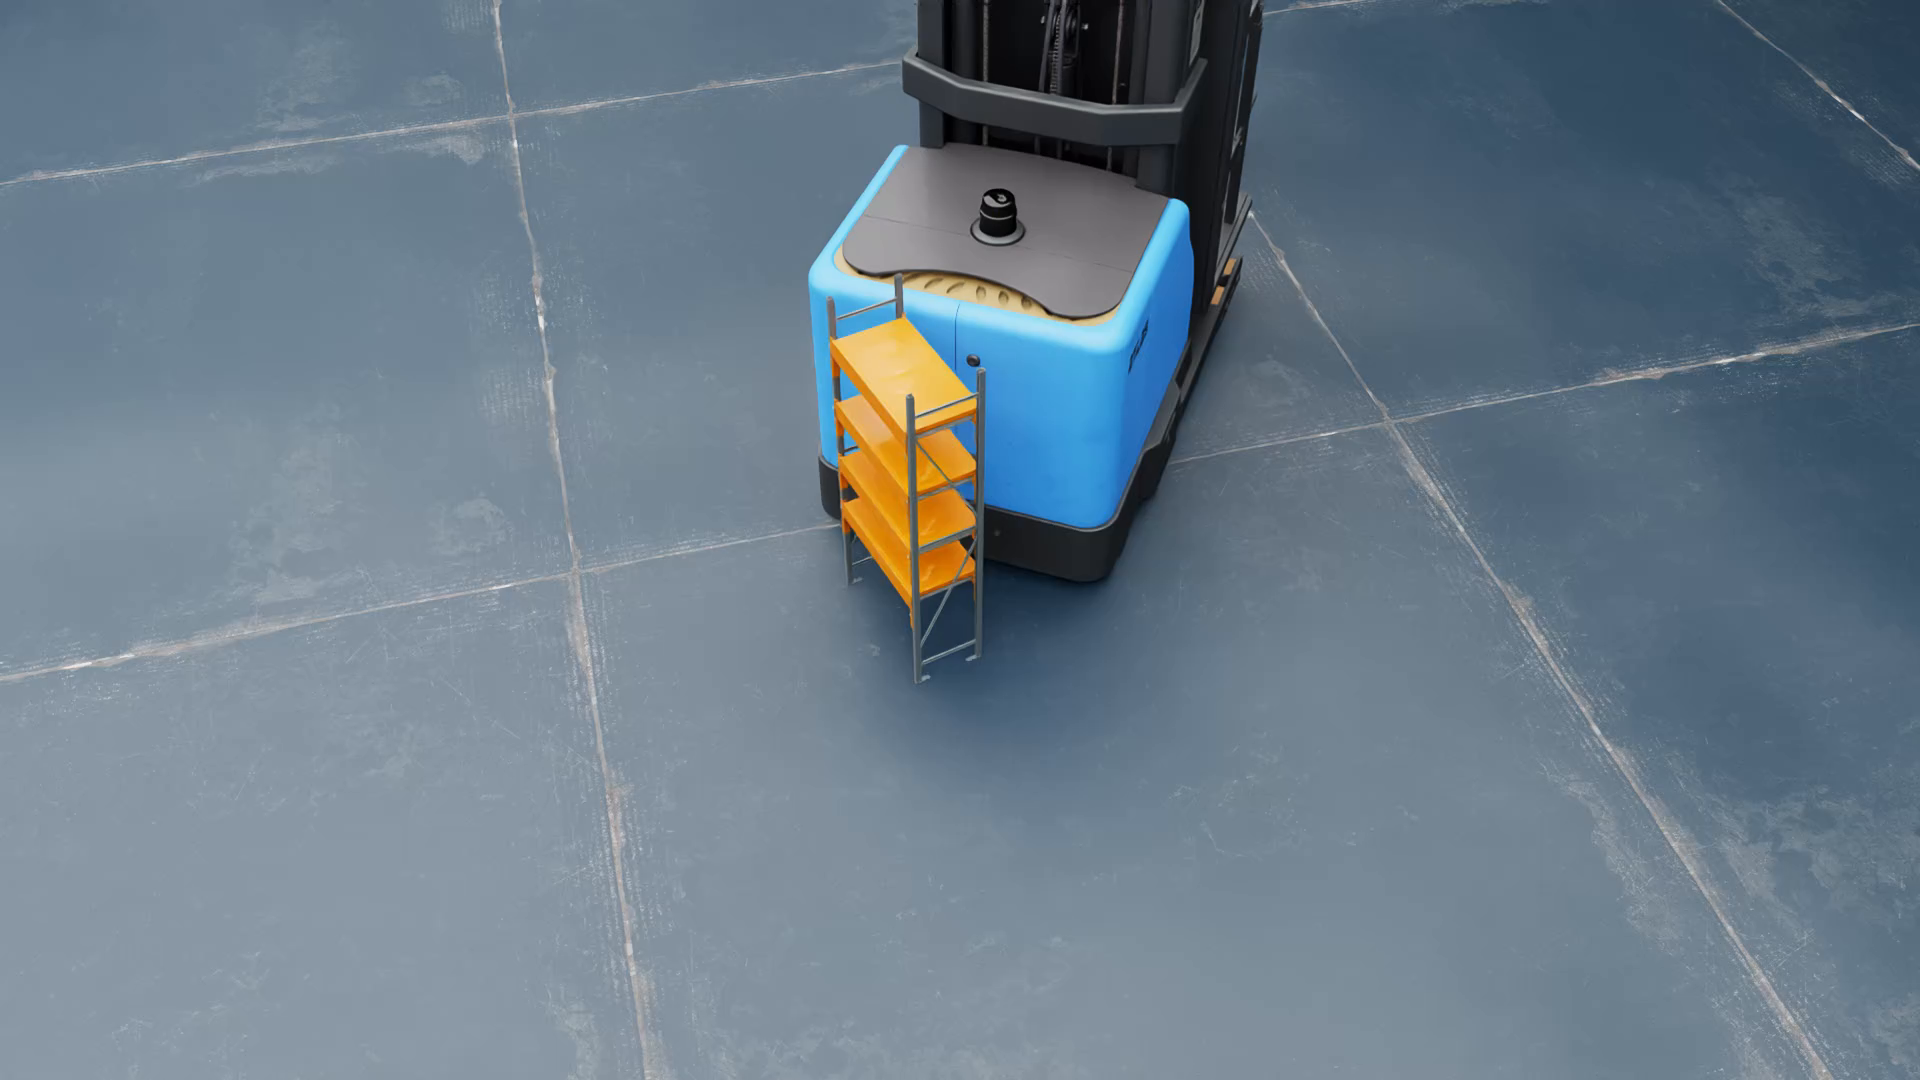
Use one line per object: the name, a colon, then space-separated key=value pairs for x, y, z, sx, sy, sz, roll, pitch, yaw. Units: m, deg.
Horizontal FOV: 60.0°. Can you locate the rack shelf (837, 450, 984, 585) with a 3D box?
rack shelf: x=-0.156 y=-0.110 z=5.112 sx=0.258 sy=0.148 sz=0.480 roll=-22 pitch=49 yaw=-20

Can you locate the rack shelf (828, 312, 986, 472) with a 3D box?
rack shelf: x=-0.156 y=-0.432 z=4.783 sx=0.258 sy=0.148 sz=0.480 roll=-22 pitch=49 yaw=-20

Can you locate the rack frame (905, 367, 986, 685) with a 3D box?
rack frame: x=-0.038 y=-0.005 z=4.914 sx=0.240 sy=1.200 sz=0.015 roll=-22 pitch=49 yaw=-20

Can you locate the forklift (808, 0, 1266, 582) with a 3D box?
forklift: x=0.494 y=-1.959 z=5.618 sx=1.130 sy=2.935 sz=3.031 roll=14 pitch=47 yaw=14

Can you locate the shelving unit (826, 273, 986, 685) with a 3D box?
shelving unit: x=-0.156 y=-0.157 z=5.064 sx=0.258 sy=1.200 sz=0.503 roll=-22 pitch=49 yaw=-20

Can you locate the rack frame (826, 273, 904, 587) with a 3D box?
rack frame: x=-0.275 y=-0.309 z=5.213 sx=0.240 sy=1.200 sz=0.015 roll=-22 pitch=49 yaw=-20

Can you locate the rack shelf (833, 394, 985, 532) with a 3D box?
rack shelf: x=-0.156 y=-0.267 z=4.952 sx=0.258 sy=0.148 sz=0.480 roll=-22 pitch=49 yaw=-20

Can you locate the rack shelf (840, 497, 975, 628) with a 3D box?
rack shelf: x=-0.156 y=0.029 z=5.254 sx=0.258 sy=0.148 sz=0.480 roll=-22 pitch=49 yaw=-20
